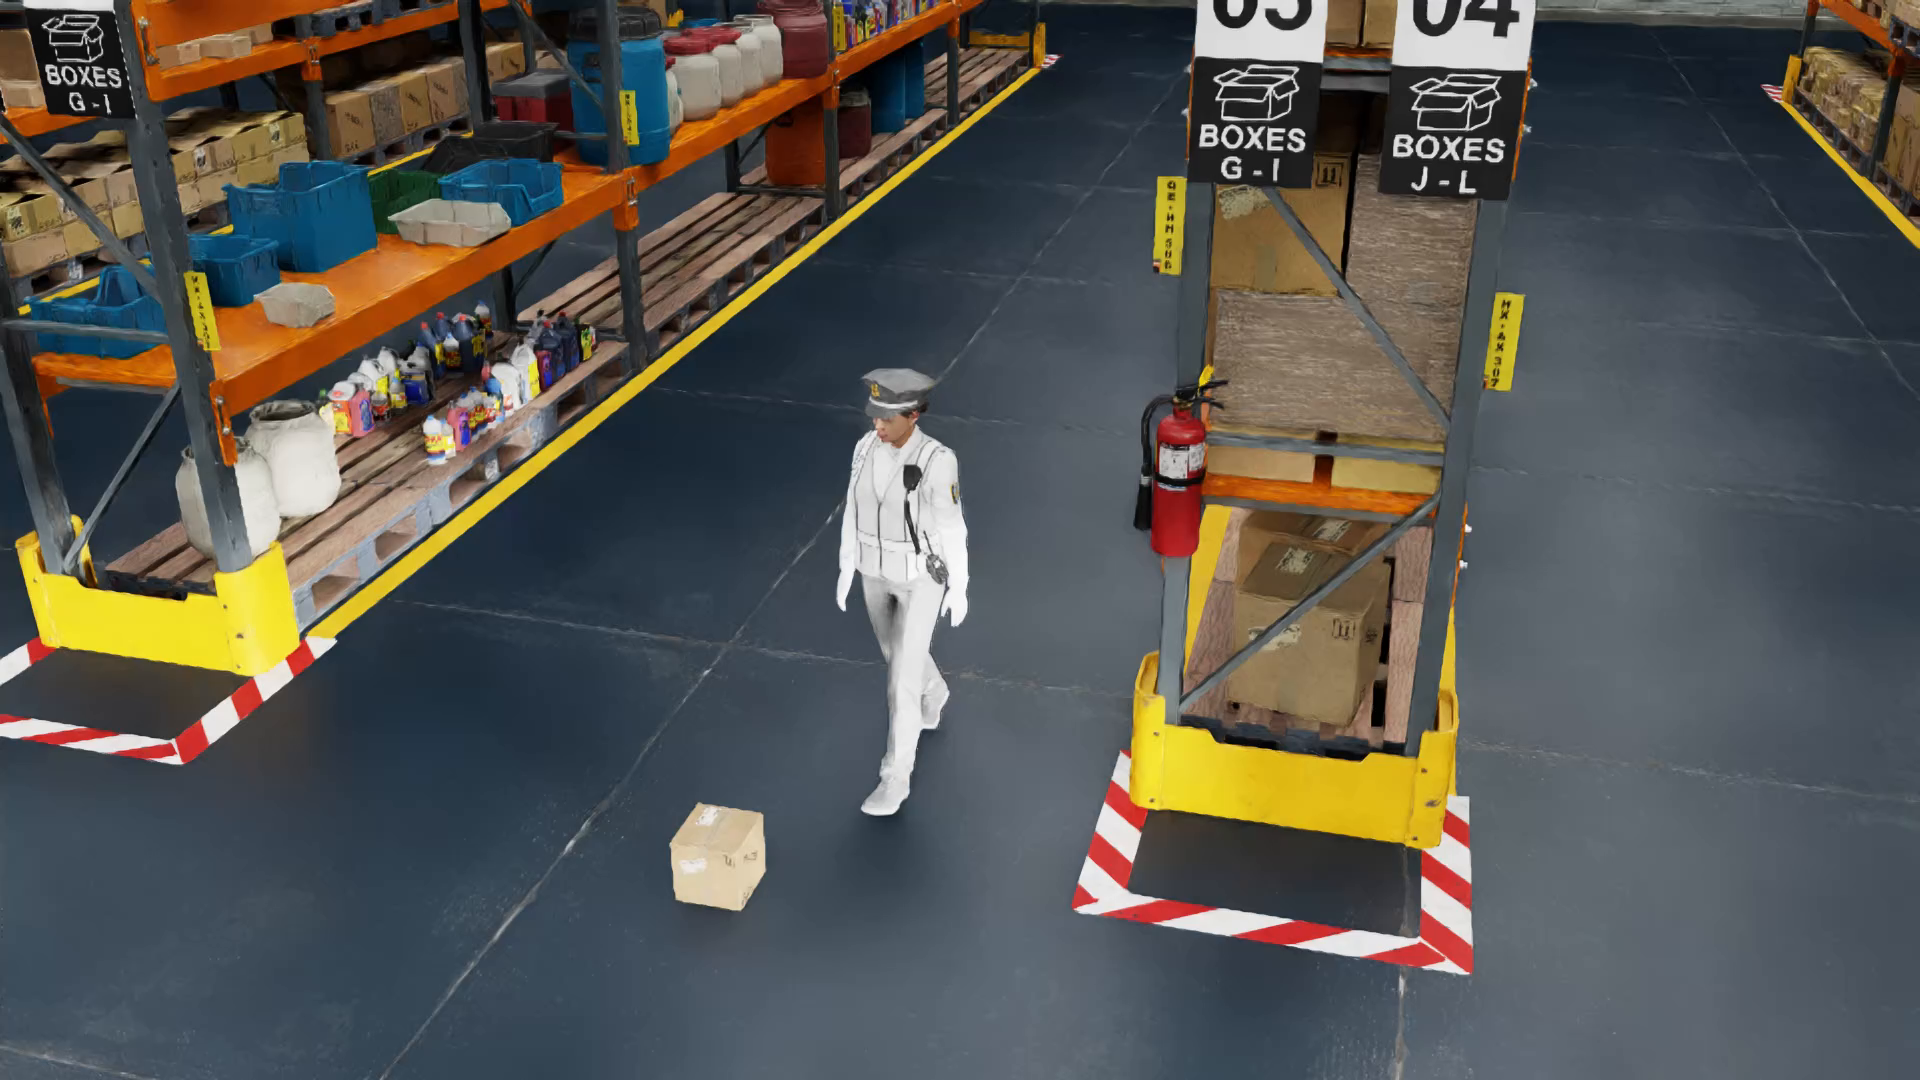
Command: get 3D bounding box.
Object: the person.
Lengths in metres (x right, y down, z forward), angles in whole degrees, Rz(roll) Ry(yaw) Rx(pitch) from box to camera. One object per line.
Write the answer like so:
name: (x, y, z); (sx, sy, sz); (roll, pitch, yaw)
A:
person: (-0.243, 0.143, 6.302); (0.519, 1.628, 0.876); (16, 30, 30)
